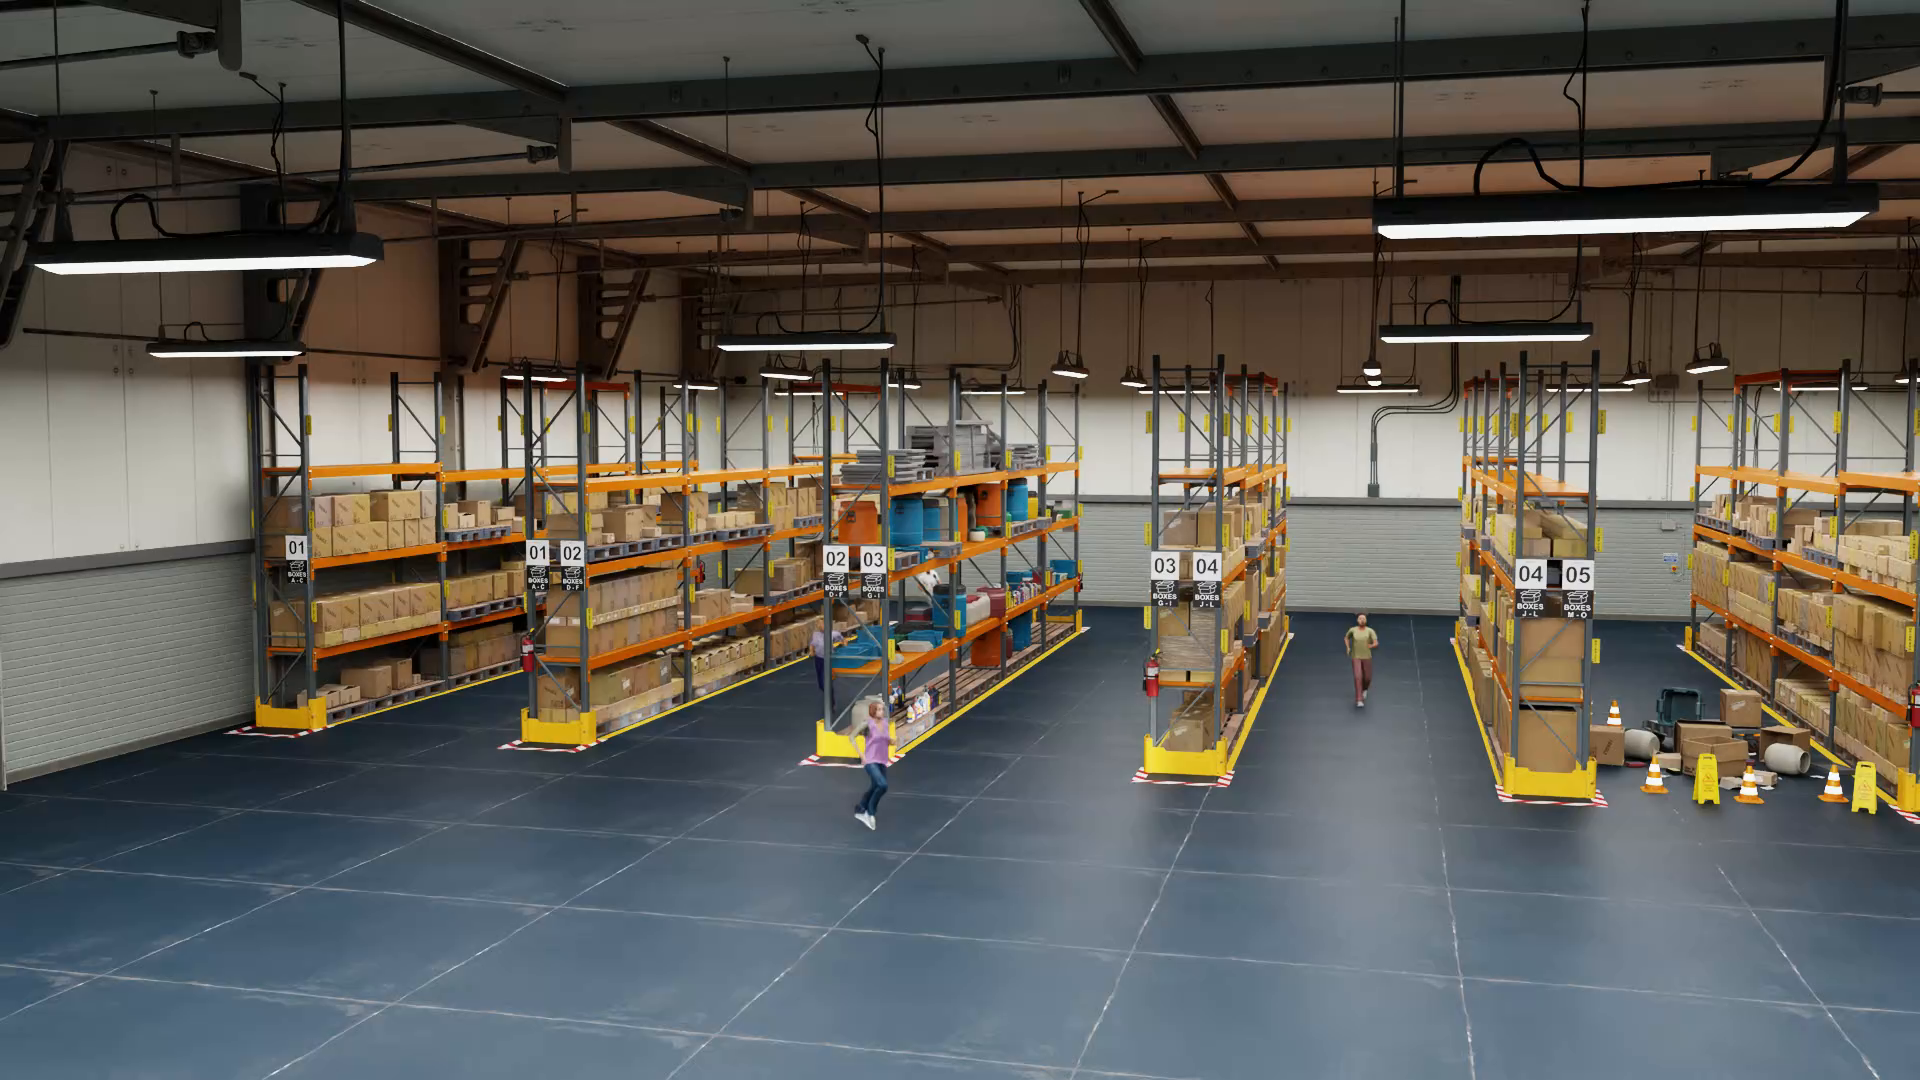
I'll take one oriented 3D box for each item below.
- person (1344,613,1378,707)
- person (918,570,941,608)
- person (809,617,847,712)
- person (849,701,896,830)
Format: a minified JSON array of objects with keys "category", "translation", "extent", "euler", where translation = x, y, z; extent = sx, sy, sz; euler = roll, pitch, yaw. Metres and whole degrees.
[{"category":"person","translation":[7.180,2.118,29.756],"extent":[0.587,1.644,0.901],"euler":[1,4,10]},{"category":"person","translation":[-0.722,1.350,41.645],"extent":[0.687,1.584,0.546],"euler":[-1,4,-17]},{"category":"person","translation":[-2.353,2.211,29.092],"extent":[0.617,1.699,0.707],"euler":[2,4,27]},{"category":"person","translation":[-1.059,2.790,20.685],"extent":[0.658,1.581,0.529],"euler":[4,5,42]}]
